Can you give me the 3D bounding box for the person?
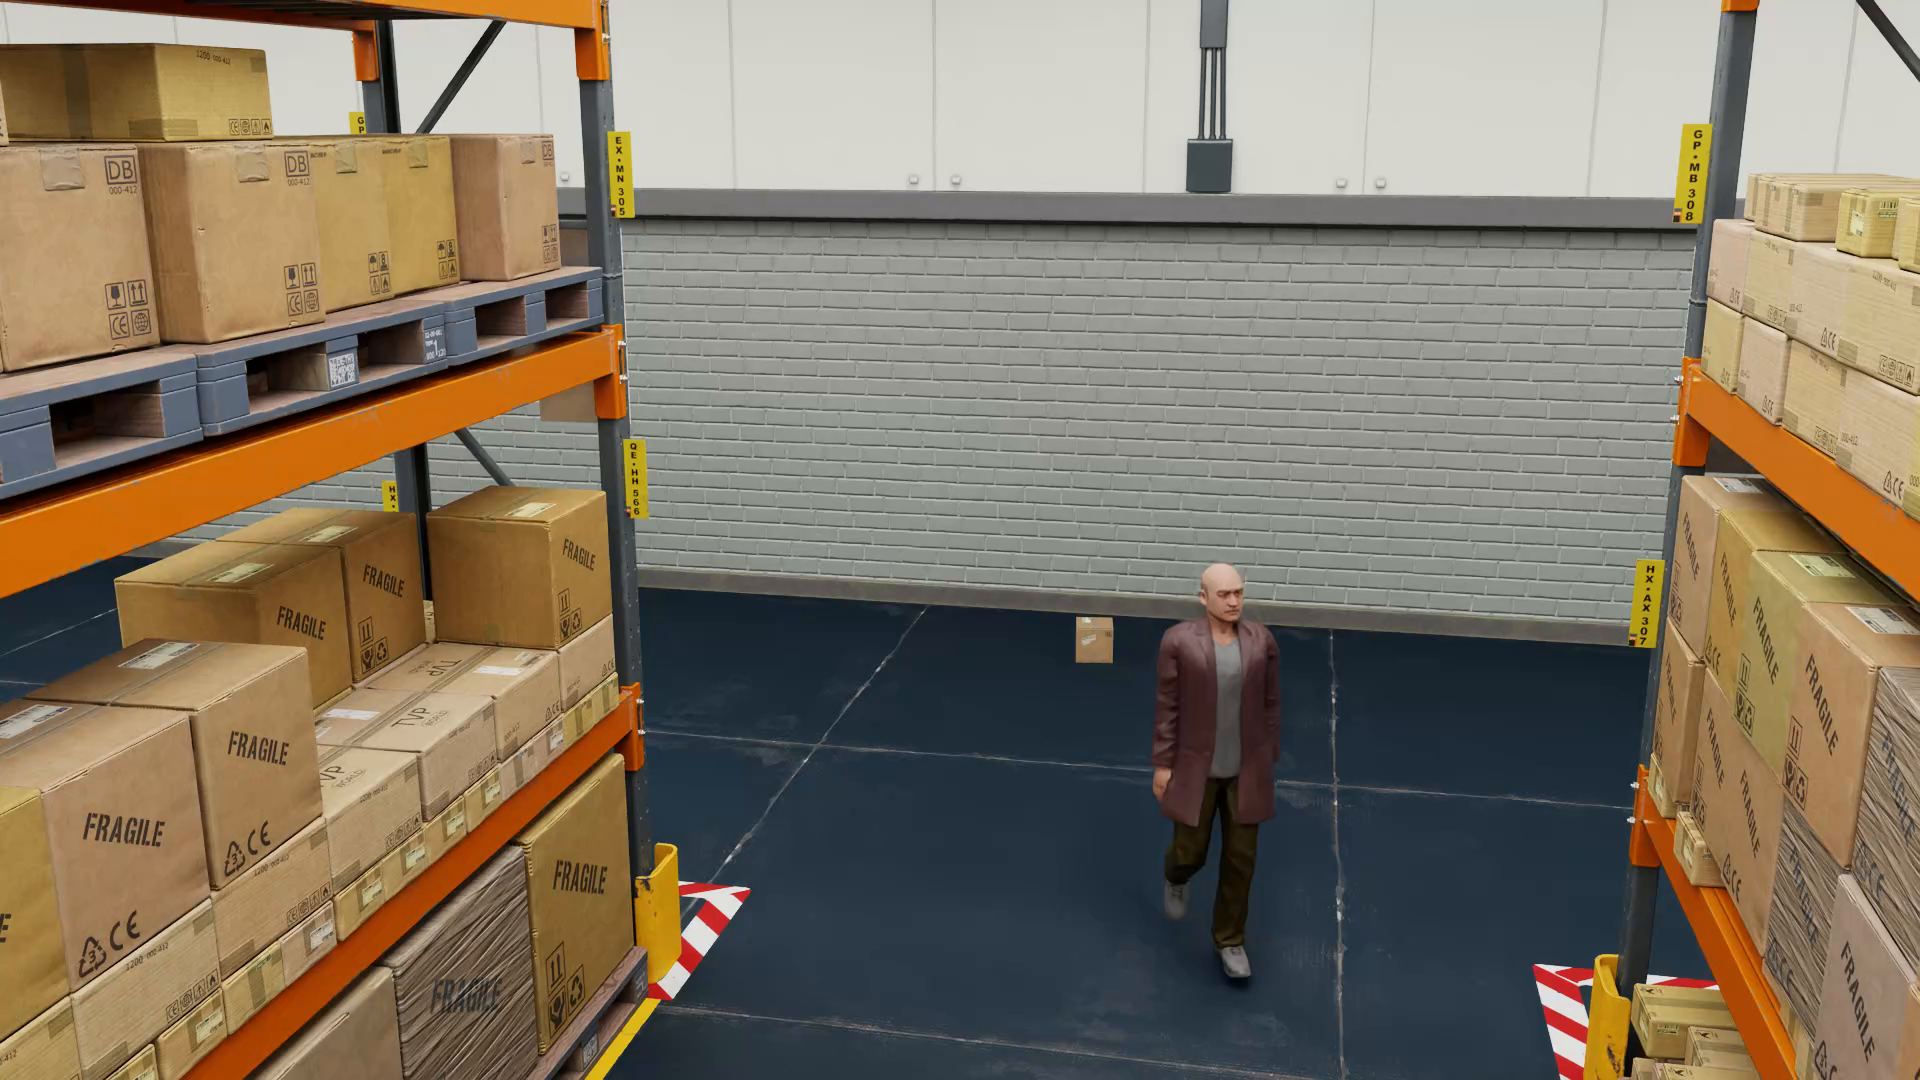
[{"bbox_3d":[1.109,0.963,7.213,0.582,1.762,0.689,-1,14,-3],"label":"person"}]
